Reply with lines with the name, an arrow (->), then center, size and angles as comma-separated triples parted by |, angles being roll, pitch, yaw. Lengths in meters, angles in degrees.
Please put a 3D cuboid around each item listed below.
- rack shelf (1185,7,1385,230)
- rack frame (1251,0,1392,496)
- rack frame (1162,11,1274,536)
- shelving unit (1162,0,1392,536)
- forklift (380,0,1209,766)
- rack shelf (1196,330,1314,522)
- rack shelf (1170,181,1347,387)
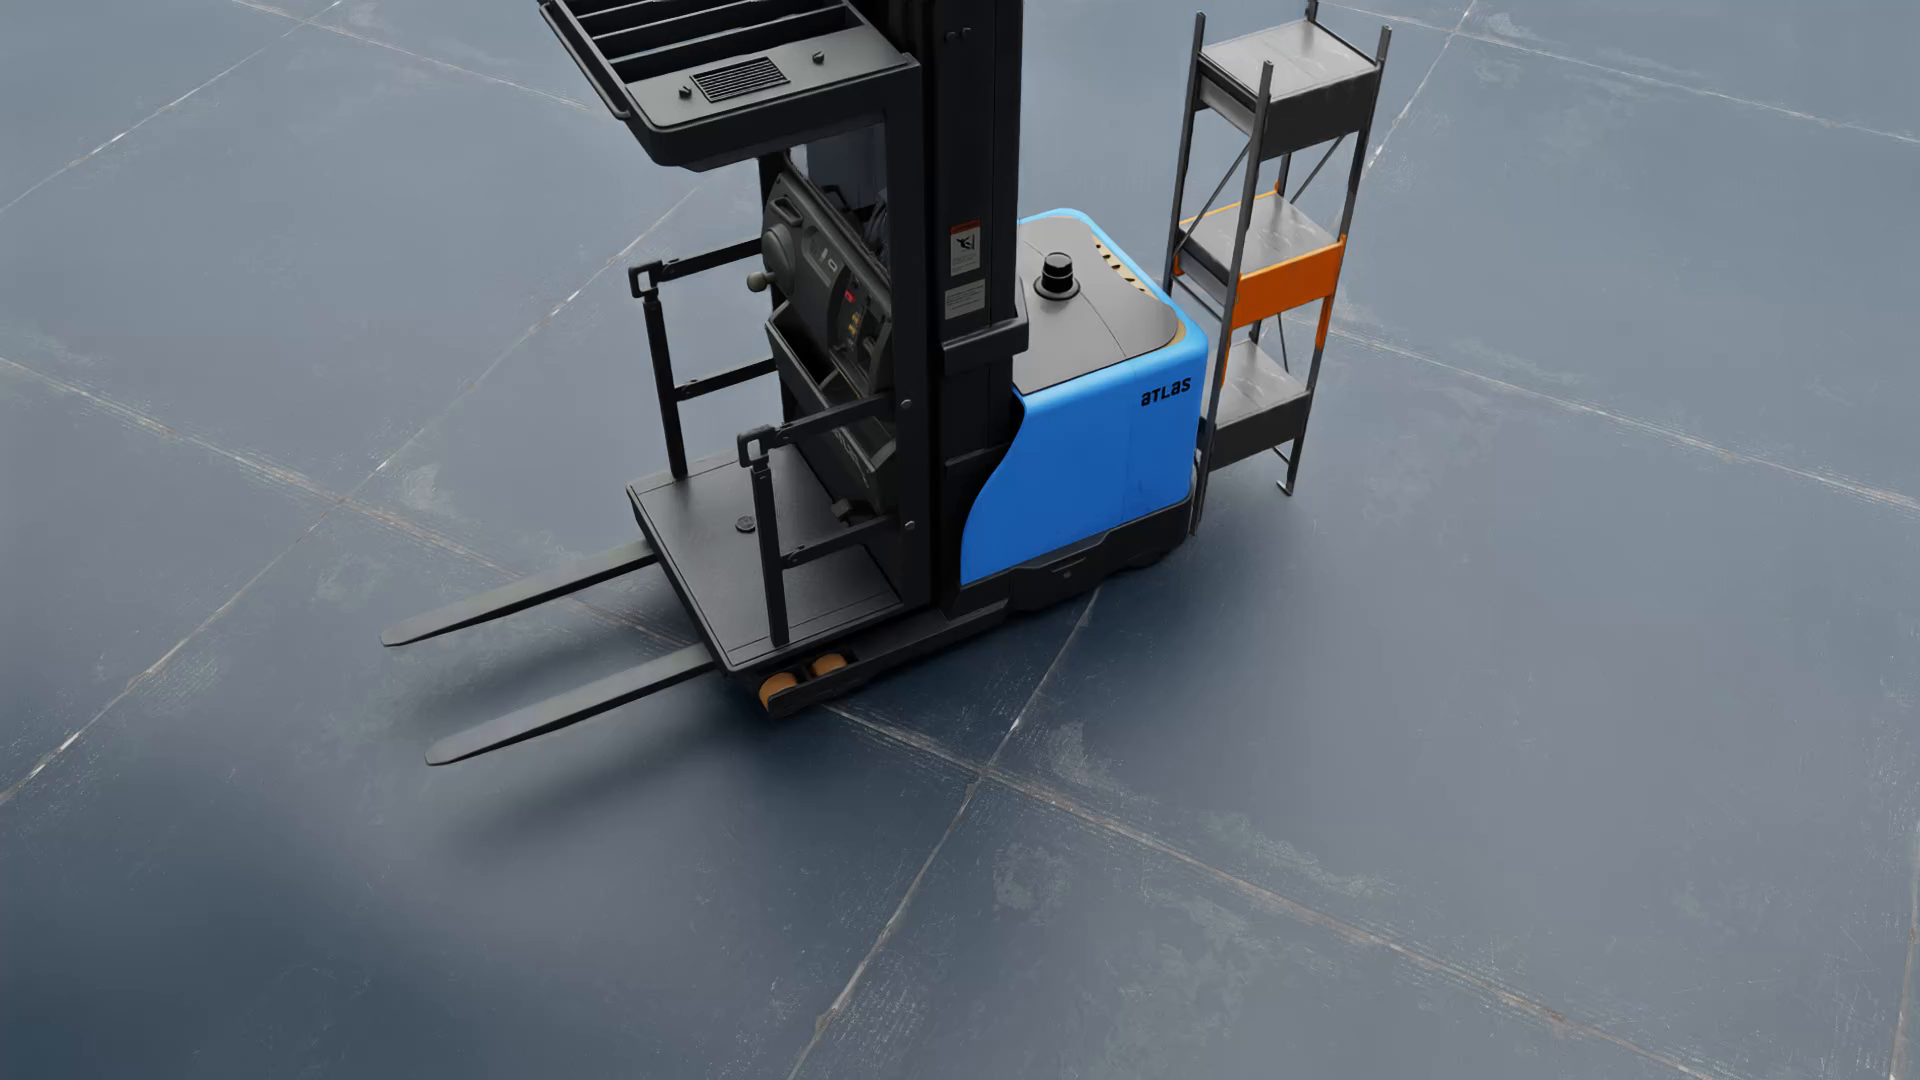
rack shelf -> 1.097, -1.458, 5.743 | 0.480, 0.518, 0.431 | -21, 49, -21
rack frame -> 1.297, -1.054, 6.315 | 0.015, 2.100, 0.400 | -21, 49, -21
rack frame -> 0.874, -0.887, 6.138 | 0.015, 2.100, 0.400 | -21, 49, -21
shelving unit -> 1.085, -0.971, 6.227 | 0.503, 2.100, 0.431 | -21, 49, -21
forklift -> -0.631, -0.815, 5.495 | 3.031, 2.935, 1.130 | -21, 49, -19
rack shelf -> 1.074, -0.464, 6.729 | 0.480, 0.518, 0.431 | -21, 49, -21
rack shelf -> 1.085, -0.961, 6.236 | 0.480, 0.518, 0.431 | -21, 49, -21
